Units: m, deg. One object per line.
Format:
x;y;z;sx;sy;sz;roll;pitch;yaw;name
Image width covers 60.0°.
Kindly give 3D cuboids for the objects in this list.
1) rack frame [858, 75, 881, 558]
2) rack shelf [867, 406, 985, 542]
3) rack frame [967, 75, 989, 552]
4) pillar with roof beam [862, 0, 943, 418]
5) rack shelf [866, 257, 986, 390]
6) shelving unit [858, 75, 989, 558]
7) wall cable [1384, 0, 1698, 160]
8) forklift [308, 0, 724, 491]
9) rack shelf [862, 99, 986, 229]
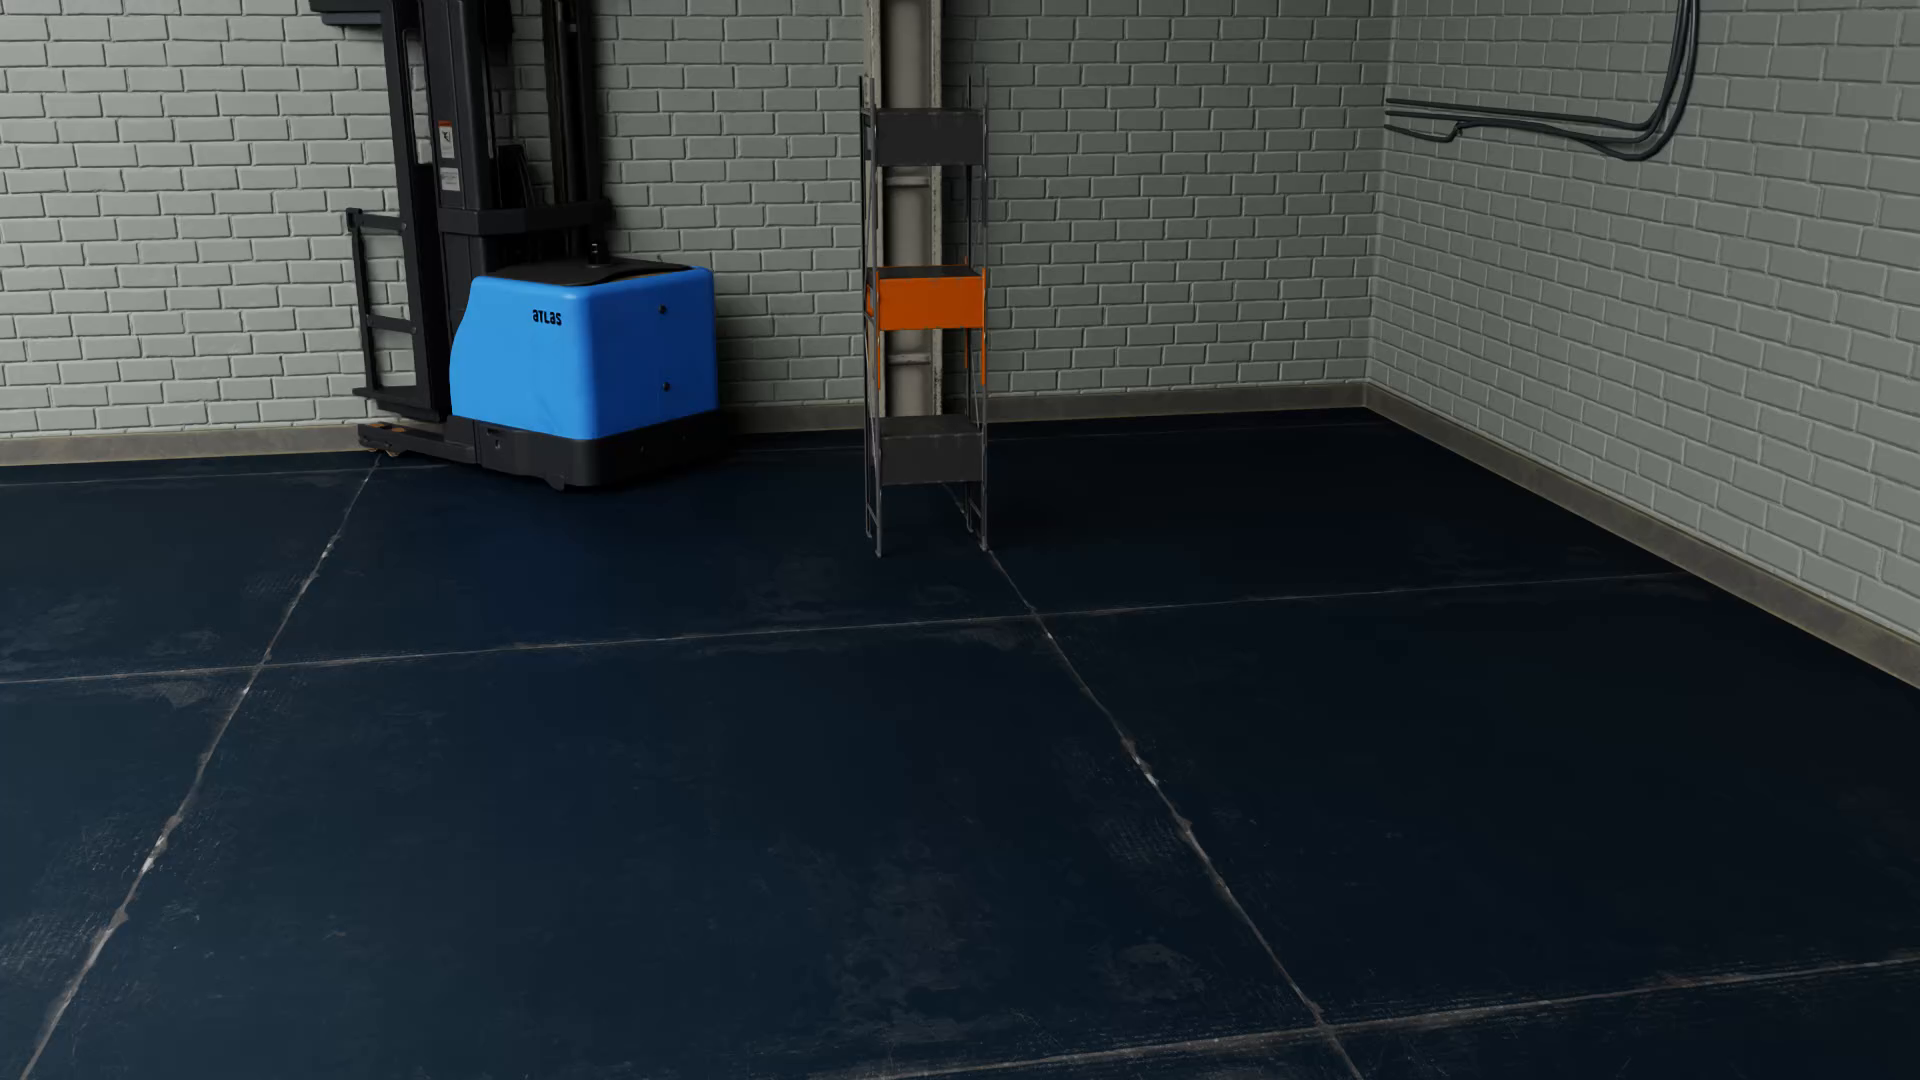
-0.402;-0.981;7.429;0.015;2.100;0.400;-3;17;-10;rack frame
-0.162;-0.312;7.683;0.480;0.518;0.431;-3;17;-10;rack shelf
0.077;-1.008;7.518;0.015;2.100;0.400;-3;17;-10;rack frame
0.494;-3.709;4.562;0.400;9.000;9.100;-3;17;-10;pillar with roof beam
-0.162;-0.981;7.478;0.480;0.518;0.431;-3;17;-10;rack shelf
-0.163;-0.995;7.474;0.503;2.100;0.431;-3;17;-10;shelving unit
2.821;-3.249;8.351;0.112;2.526;3.097;-3;17;-10;wall cable
-2.795;-1.976;9.255;3.031;2.935;1.130;12;21;34;forklift
-0.163;-1.651;7.272;0.480;0.518;0.431;-3;17;-10;rack shelf
